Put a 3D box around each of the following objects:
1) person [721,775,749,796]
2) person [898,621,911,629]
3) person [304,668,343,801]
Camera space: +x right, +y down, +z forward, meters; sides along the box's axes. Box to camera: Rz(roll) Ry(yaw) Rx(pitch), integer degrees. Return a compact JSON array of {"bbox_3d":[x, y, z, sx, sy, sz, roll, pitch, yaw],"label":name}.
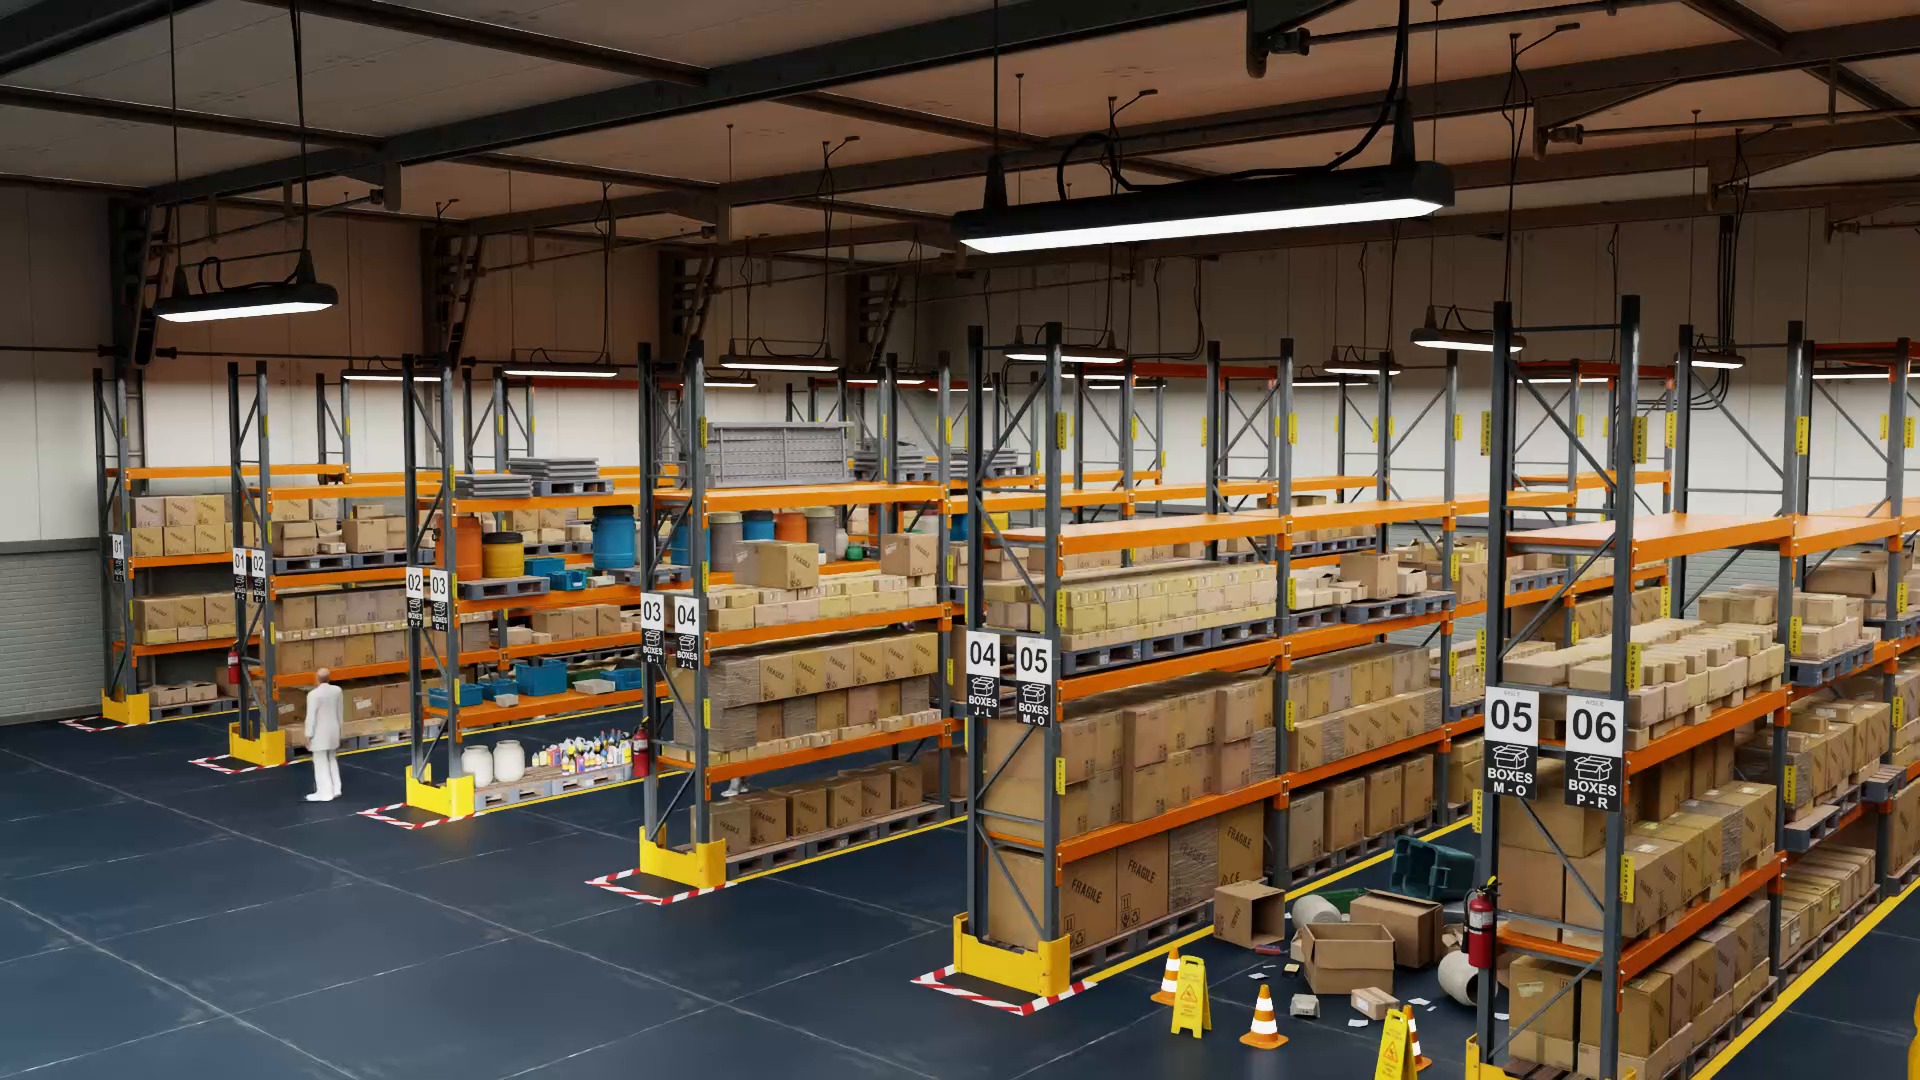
[{"bbox_3d":[-3.049,2.694,22.745,0.372,1.592,0.463,2,5,23],"label":"person"},{"bbox_3d":[-0.986,1.997,30.633,0.476,1.782,0.621,2,5,30],"label":"person"},{"bbox_3d":[-8.592,2.655,22.470,0.412,1.773,0.688,2,5,21],"label":"person"}]
